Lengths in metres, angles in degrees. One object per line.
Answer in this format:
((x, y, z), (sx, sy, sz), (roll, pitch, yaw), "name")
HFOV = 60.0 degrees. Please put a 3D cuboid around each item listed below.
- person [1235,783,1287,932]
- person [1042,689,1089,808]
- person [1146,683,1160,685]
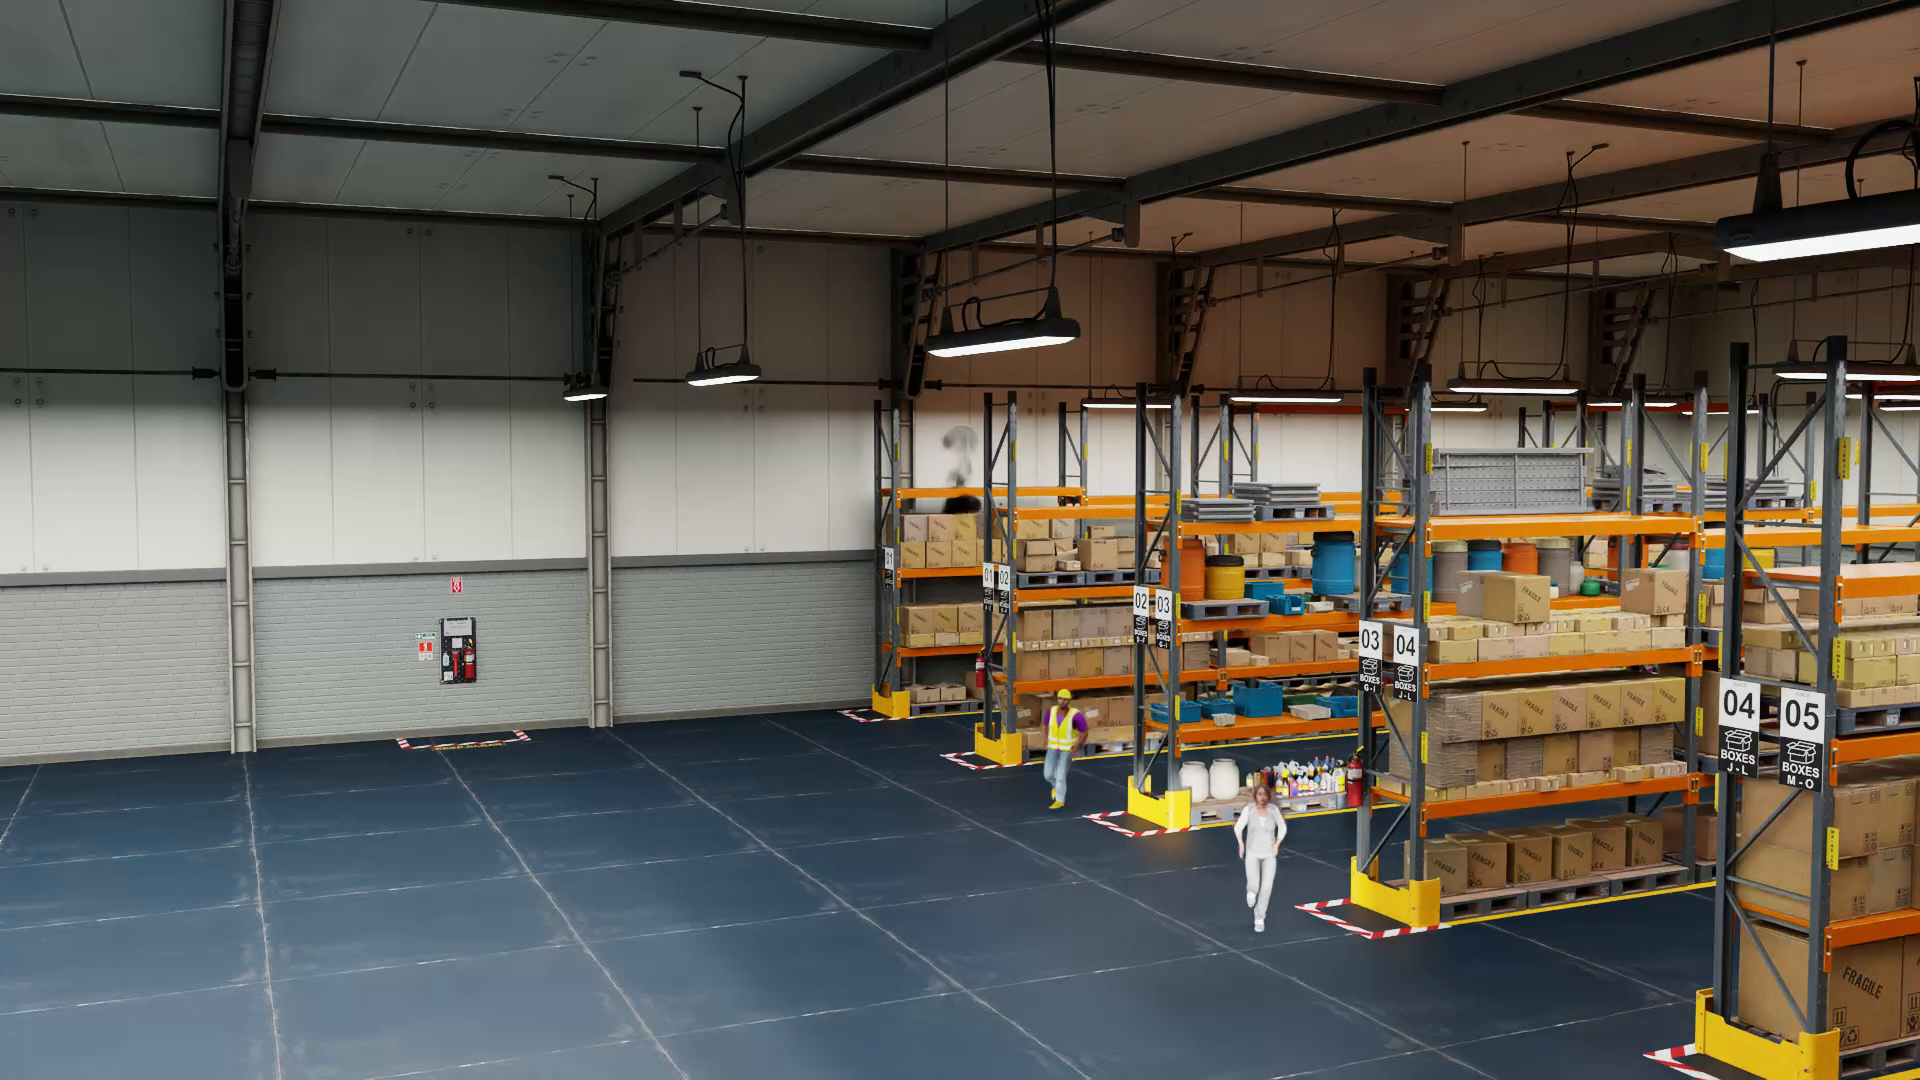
((3.220, 3.366, 17.821), (0.551, 1.563, 0.551), (0, 3, 4), "person")
((1.473, 2.951, 23.576), (0.713, 1.712, 0.558), (1, 4, 24), "person")
((3.579, 2.605, 30.519), (0.672, 1.597, 0.570), (-2, 4, -33), "person")
